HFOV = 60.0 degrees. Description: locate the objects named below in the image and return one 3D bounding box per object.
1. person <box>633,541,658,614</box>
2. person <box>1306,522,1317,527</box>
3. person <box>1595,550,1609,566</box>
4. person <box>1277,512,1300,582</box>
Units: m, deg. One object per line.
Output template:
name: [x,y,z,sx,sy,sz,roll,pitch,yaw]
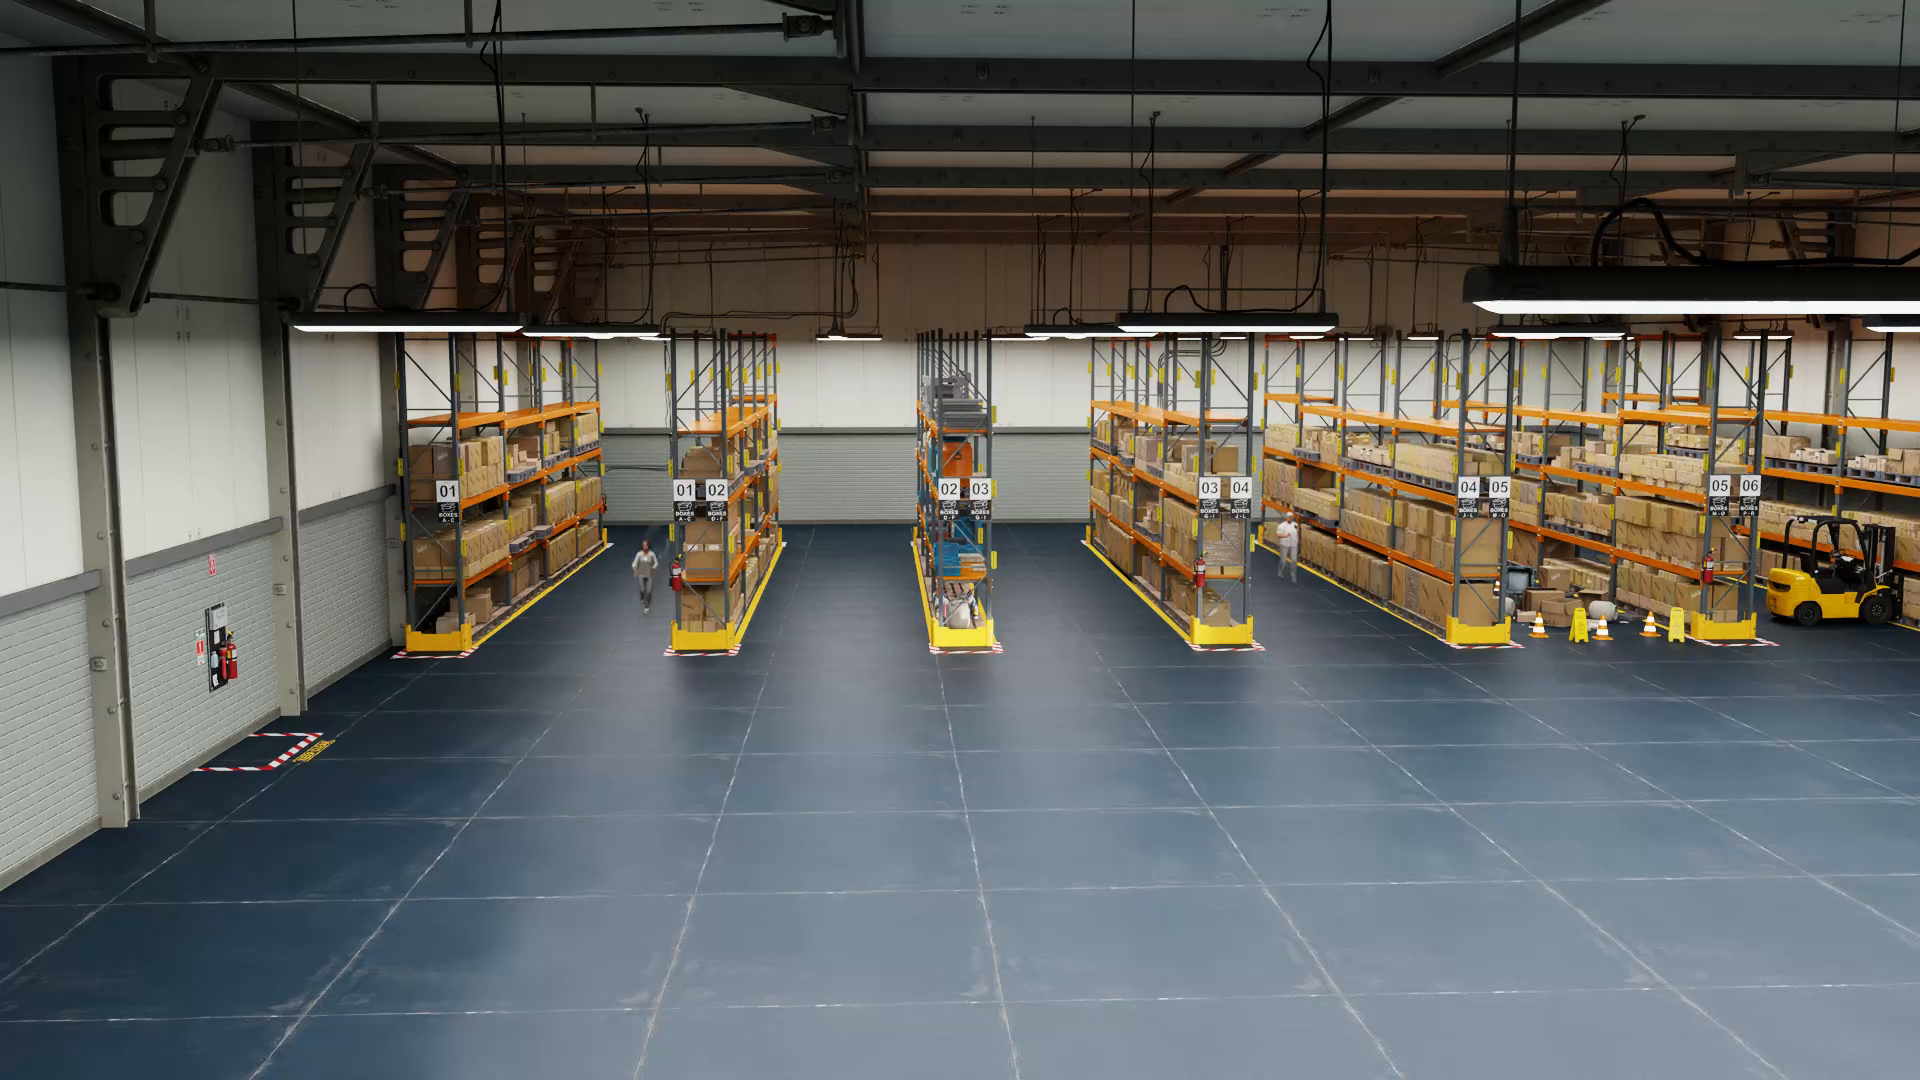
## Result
person: [-6.685,0.793,35.346,0.531,1.557,0.539,-1,7,-10]
person: [10.268,-0.809,48.504,0.784,1.695,0.634,6,9,42]
person: [15.991,0.053,41.156,0.555,1.652,0.550,0,7,-4]
person: [7.948,0.147,40.199,0.607,1.651,0.941,0,7,-3]
